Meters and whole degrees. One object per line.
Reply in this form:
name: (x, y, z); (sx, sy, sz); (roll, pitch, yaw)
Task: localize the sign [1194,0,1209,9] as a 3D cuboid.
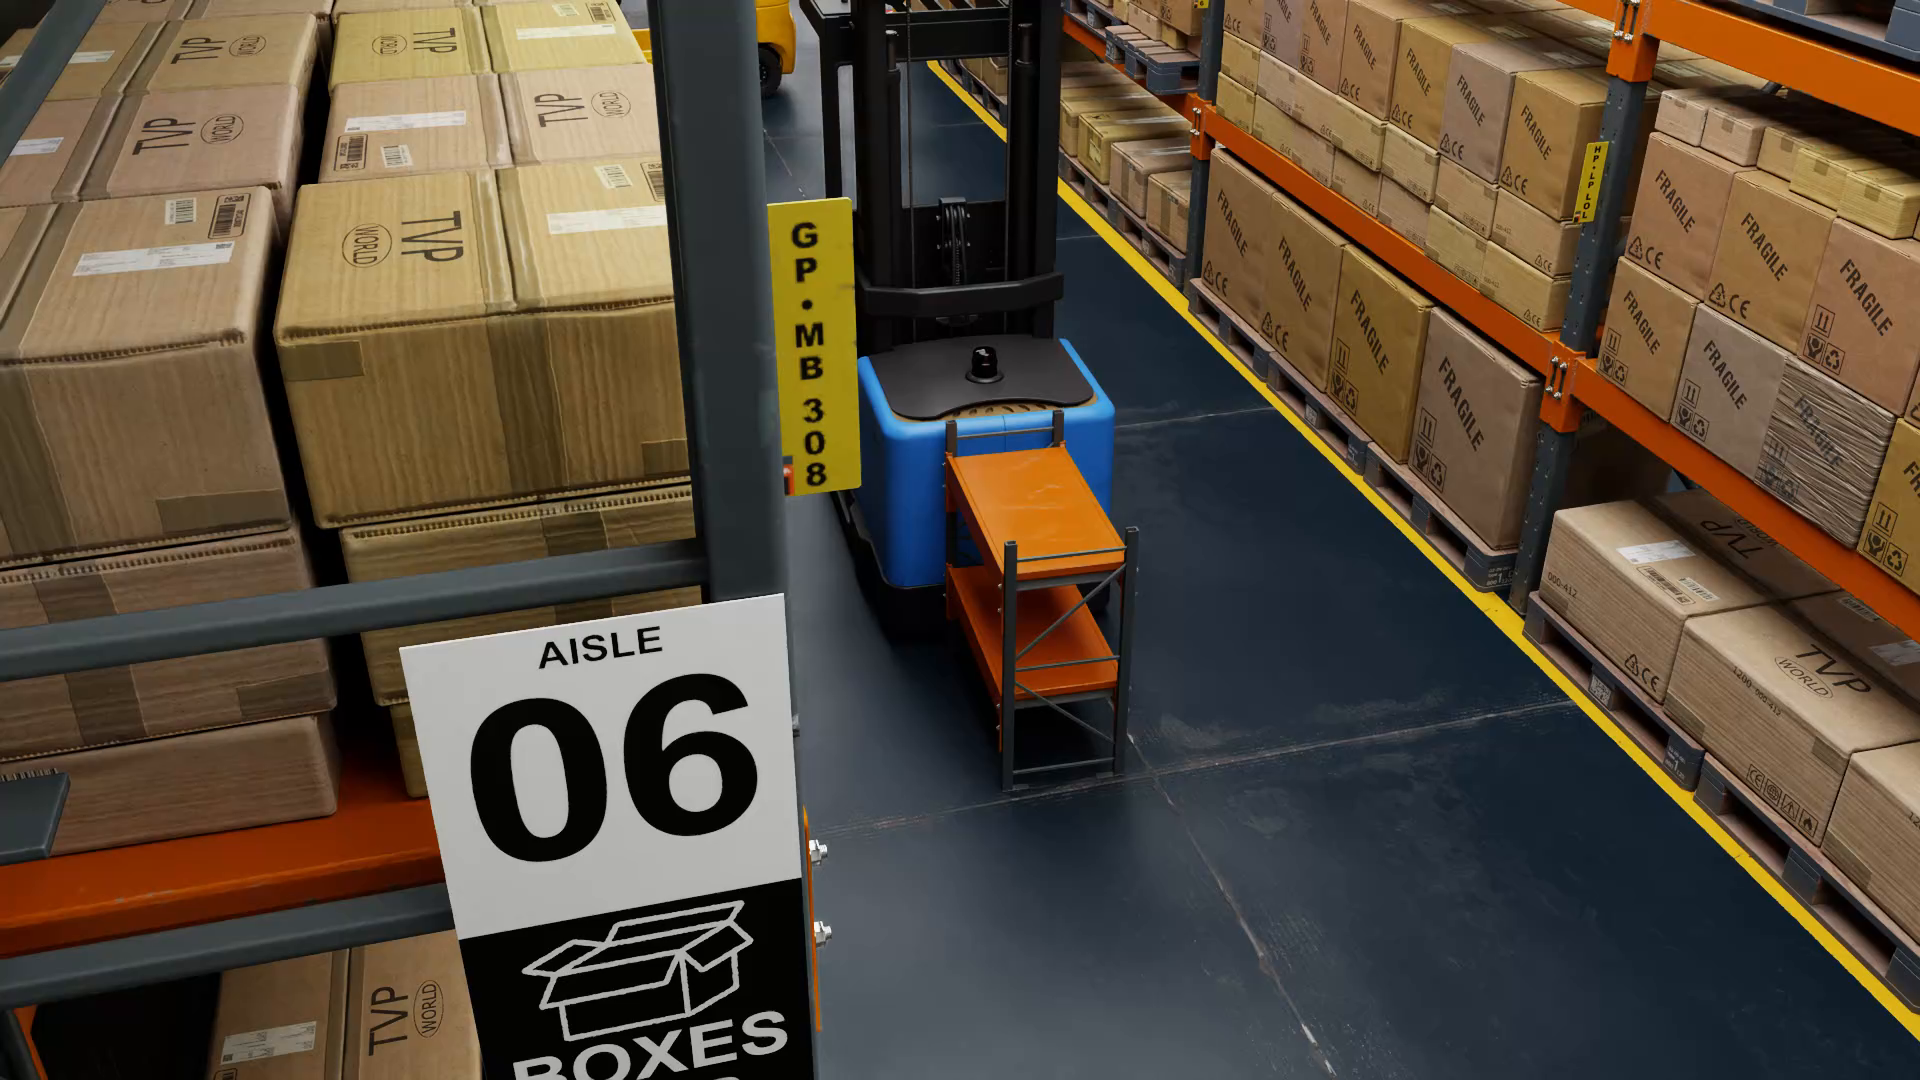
sign: (1.461, -3.360, 9.984); (0.100, 0.325, 0.005); (-8, 31, -13)

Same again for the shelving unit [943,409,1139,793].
shelving unit: (0.297, 0.223, 6.741); (0.538, 1.125, 1.048); (-6, 31, -11)

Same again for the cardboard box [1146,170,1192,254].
cardboard box: (1.842, -2.288, 11.413); (0.950, 0.372, 0.625); (-10, 32, -17)

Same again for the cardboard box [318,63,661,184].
cardboard box: (-0.672, -0.518, 2.511); (0.500, 0.250, 0.500); (-8, 31, -14)

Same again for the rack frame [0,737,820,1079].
rack frame: (-0.679, 1.556, 2.567); (1.000, 3.000, 0.127); (-8, 31, -13)

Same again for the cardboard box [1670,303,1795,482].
cardboard box: (3.045, -0.576, 6.151); (0.500, 0.500, 0.500); (-8, 31, -13)

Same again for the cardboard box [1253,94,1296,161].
cardboard box: (2.022, -2.389, 9.533); (0.500, 0.250, 0.500); (-9, 31, -15)

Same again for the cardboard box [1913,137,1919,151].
cardboard box: (3.539, -1.305, 5.764); (0.380, 0.149, 0.250); (-8, 31, -14)

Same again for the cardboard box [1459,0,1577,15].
cardboard box: (2.768, -2.498, 8.473); (0.500, 0.500, 0.500); (-8, 31, -14)

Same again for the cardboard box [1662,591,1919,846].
cardboard box: (3.345, 0.639, 6.290); (0.875, 0.438, 0.875); (-9, 31, -15)

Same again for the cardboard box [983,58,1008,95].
cardboard box: (0.504, -4.143, 14.739); (0.500, 0.250, 0.500); (-6, 31, -11)

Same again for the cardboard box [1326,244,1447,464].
cardboard box: (2.555, -1.024, 8.727); (0.875, 0.875, 0.875); (-7, 31, -12)

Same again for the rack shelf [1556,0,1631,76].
rack shelf: (2.513, -2.991, 8.146); (1.077, 0.370, 4.000); (-8, 31, -13)

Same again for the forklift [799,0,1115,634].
forklift: (-0.136, -1.575, 8.045); (1.130, 2.935, 3.031); (-6, 31, -11)

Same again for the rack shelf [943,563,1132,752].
rack shelf: (0.297, 0.435, 6.864); (0.538, 0.278, 1.000); (-6, 31, -11)

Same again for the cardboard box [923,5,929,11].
cardboard box: (-0.066, -5.151, 16.481); (0.500, 0.250, 0.500); (-7, 31, -11)

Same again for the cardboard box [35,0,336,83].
cardboard box: (-1.458, -0.944, 3.246); (0.500, 0.250, 0.500); (-8, 31, -13)

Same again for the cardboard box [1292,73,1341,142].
cardboard box: (2.135, -2.351, 8.969); (0.500, 0.250, 0.500); (-8, 31, -13)

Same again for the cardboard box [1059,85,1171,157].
cardboard box: (1.256, -3.346, 13.241); (0.950, 0.372, 0.625); (-6, 31, -10)

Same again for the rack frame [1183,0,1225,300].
rack frame: (1.982, -2.970, 10.386); (1.000, 3.000, 0.127); (-8, 31, -13)

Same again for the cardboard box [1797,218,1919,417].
cardboard box: (3.190, -0.758, 5.467); (0.500, 0.500, 0.500); (-7, 31, -12)

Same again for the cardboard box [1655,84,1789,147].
cardboard box: (2.877, -1.608, 6.287); (0.380, 0.149, 0.250); (-8, 31, -14)

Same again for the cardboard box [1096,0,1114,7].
cardboard box: (1.180, -3.908, 11.838); (0.380, 0.149, 0.250); (-9, 31, -15)

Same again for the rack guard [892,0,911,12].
rack guard: (-0.121, -5.715, 17.625); (1.175, 0.500, 0.348); (-8, 31, -13)

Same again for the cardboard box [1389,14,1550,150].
cardboard box: (2.423, -2.193, 7.946); (0.500, 0.500, 0.500); (-7, 31, -12)

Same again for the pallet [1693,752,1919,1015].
pallet: (3.497, 1.137, 6.075); (1.003, 0.211, 1.213); (-8, 31, -13)

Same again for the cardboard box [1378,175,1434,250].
cardboard box: (2.432, -1.648, 8.253); (0.500, 0.250, 0.500); (-9, 31, -15)

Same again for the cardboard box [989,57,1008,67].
cardboard box: (0.504, -4.468, 14.552); (0.500, 0.500, 0.500); (-8, 31, -14)

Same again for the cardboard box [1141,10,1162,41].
cardboard box: (1.417, -3.405, 10.970); (0.380, 0.149, 0.250); (-8, 31, -14)

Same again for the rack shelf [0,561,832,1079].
rack shelf: (-1.210, -0.397, 3.665); (1.077, 0.370, 4.000); (-8, 31, -13)

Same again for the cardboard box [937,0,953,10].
cardboard box: (0.081, -5.217, 15.845); (0.500, 0.500, 0.500); (-7, 31, -12)

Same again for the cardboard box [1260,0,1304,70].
cardboard box: (2.018, -2.937, 9.231); (0.500, 0.500, 0.500); (-8, 31, -13)

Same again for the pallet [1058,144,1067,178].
pallet: (1.128, -3.319, 13.773); (1.003, 0.211, 1.213); (-8, 31, -13)

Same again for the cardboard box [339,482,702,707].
cardboard box: (-0.534, -0.057, 2.212); (0.500, 0.250, 0.500); (-8, 31, -14)

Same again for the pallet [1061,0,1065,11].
pallet: (0.983, -4.430, 13.101); (1.003, 0.211, 1.213); (-8, 31, -13)

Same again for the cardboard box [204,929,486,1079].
cardboard box: (-1.193, 1.056, 3.284); (0.500, 0.250, 0.500); (-8, 31, -13)

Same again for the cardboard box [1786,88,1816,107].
cardboard box: (3.432, -1.688, 6.427); (0.380, 0.149, 0.250); (-8, 31, -14)

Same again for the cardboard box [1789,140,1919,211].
cardboard box: (3.076, -1.240, 5.652); (0.380, 0.149, 0.250); (-8, 31, -14)

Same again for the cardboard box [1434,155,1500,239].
cardboard box: (2.552, -1.610, 7.688); (0.500, 0.250, 0.500); (-7, 31, -12)

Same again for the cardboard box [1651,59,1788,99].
cardboard box: (3.204, -1.764, 7.206); (0.500, 0.500, 0.500); (-7, 31, -13)

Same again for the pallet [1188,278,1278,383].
pallet: (2.118, -1.372, 10.410); (1.003, 0.211, 1.213); (-8, 31, -13)

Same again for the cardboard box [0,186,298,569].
cardboard box: (-1.066, -0.200, 1.961); (0.500, 0.250, 0.500); (-9, 31, -15)

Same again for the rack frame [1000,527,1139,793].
rack frame: (0.406, 0.472, 6.312); (0.500, 1.125, 0.032); (-6, 31, -11)
